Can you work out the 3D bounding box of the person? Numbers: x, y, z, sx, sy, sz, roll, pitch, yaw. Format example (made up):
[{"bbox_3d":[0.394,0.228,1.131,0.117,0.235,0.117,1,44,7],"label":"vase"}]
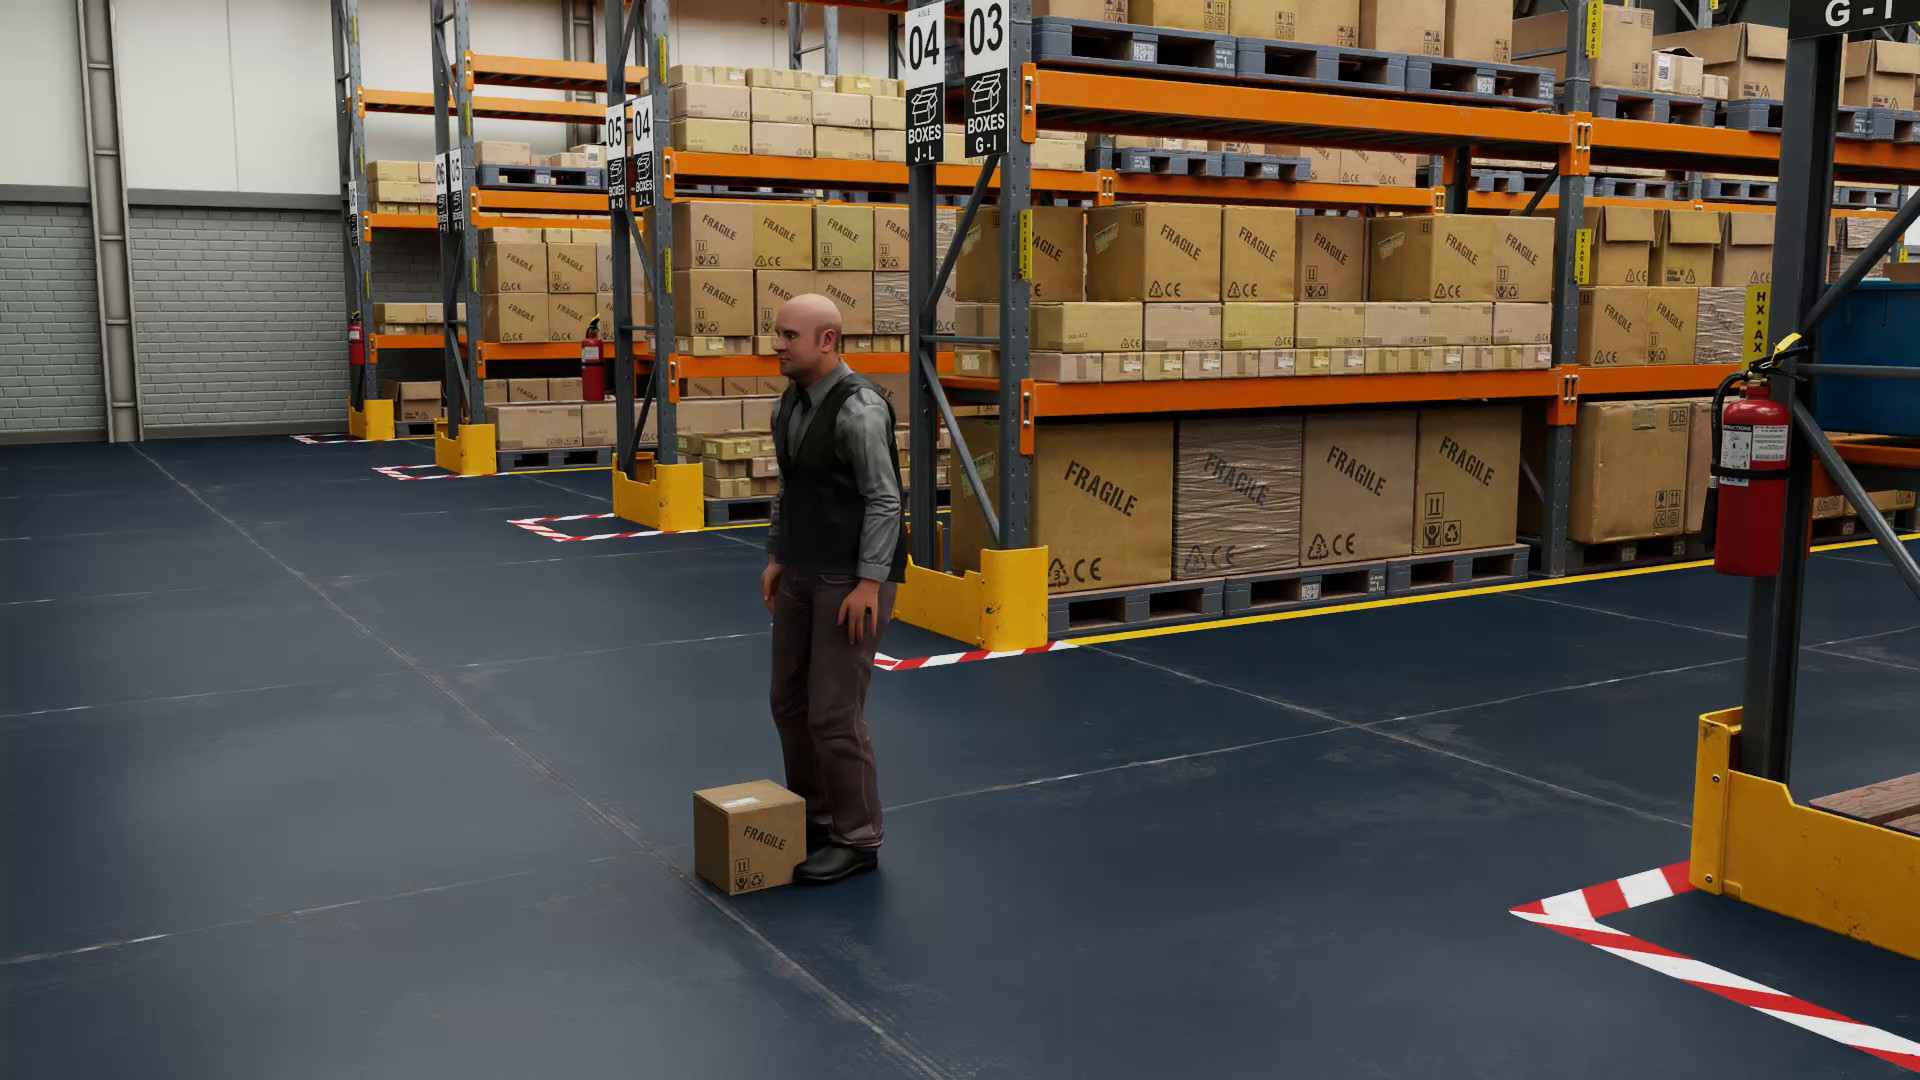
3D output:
[{"bbox_3d":[-0.385,0.131,4.983,0.423,1.721,0.593,-6,10,-34],"label":"person"}]
